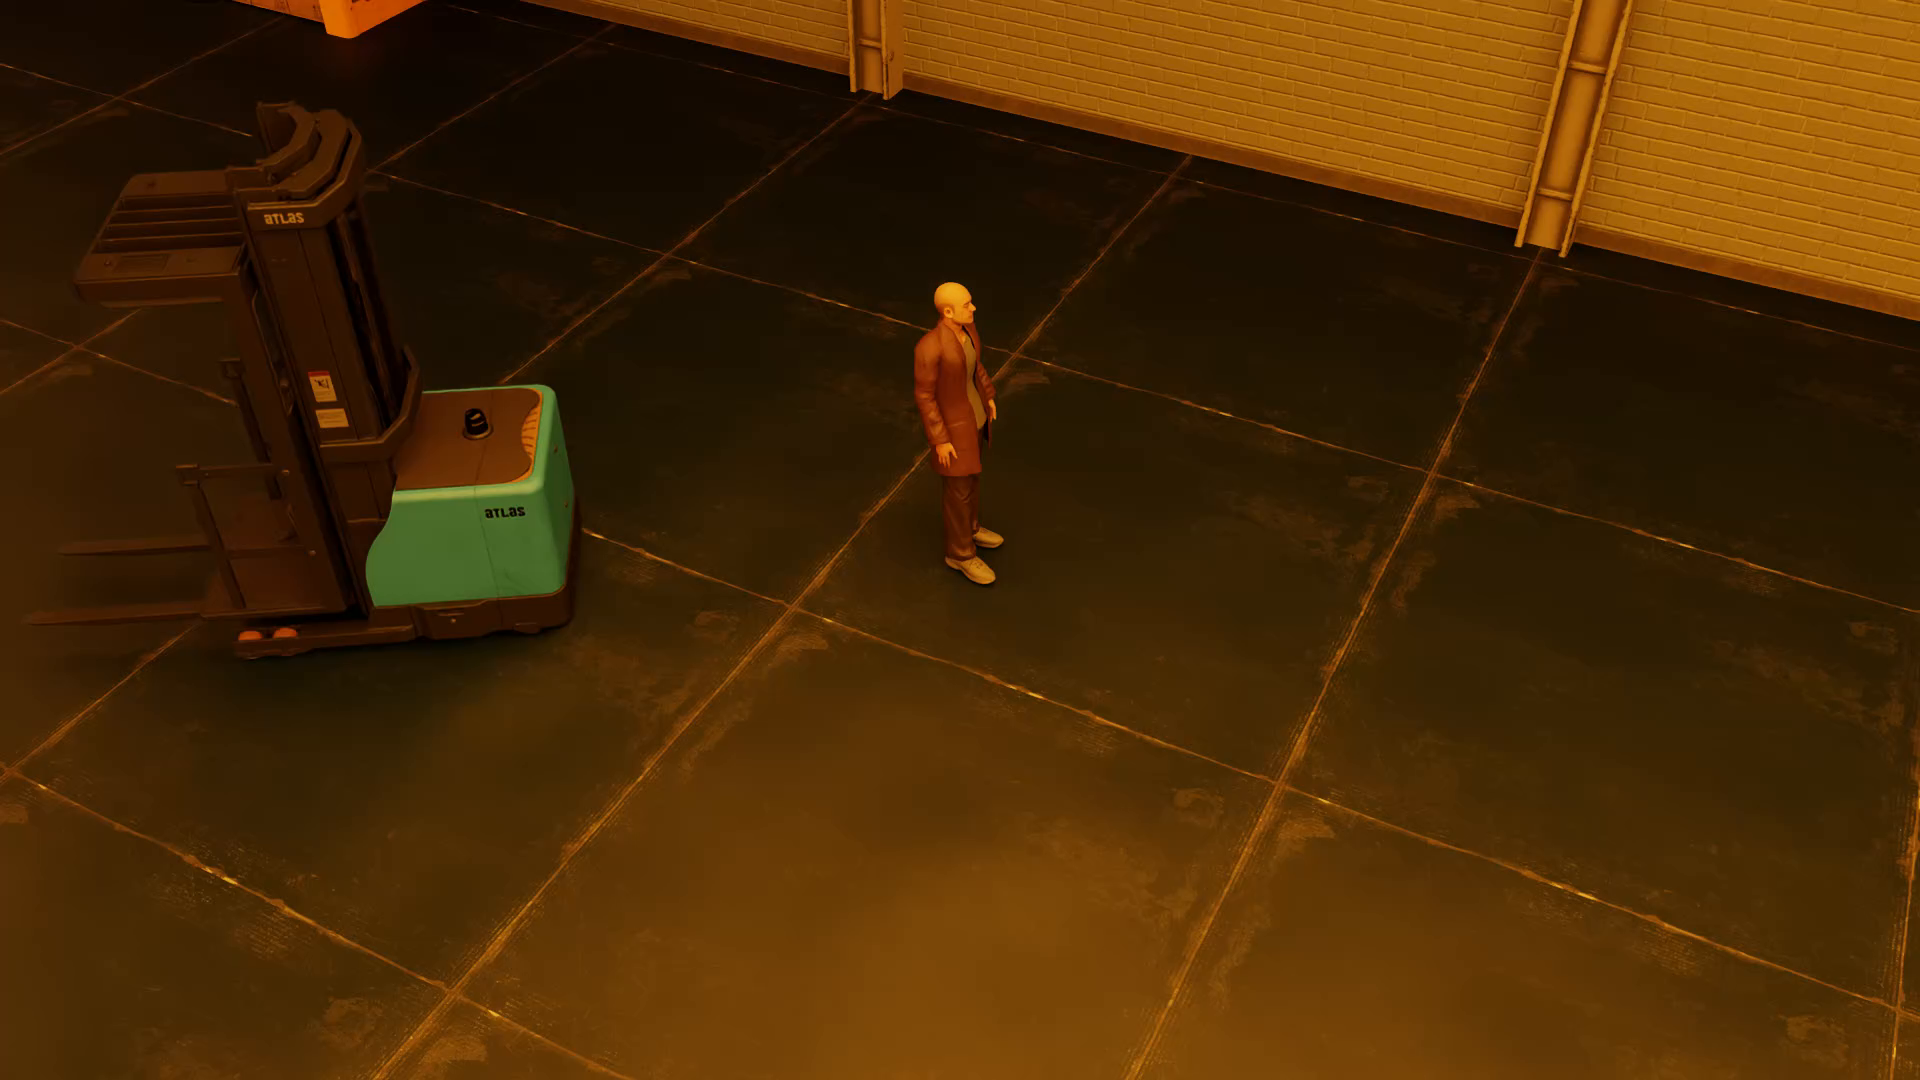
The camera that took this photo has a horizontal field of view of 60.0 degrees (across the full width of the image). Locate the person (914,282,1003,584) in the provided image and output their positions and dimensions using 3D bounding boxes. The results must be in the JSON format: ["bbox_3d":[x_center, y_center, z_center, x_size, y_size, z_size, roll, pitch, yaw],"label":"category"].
[{"bbox_3d":[0.080,-0.656,9.649,0.579,1.777,0.698,18,43,21],"label":"person"}]

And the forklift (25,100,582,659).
[{"bbox_3d":[-3.797,-0.805,8.942,3.031,2.935,1.130,-4,40,-5],"label":"forklift"}]
